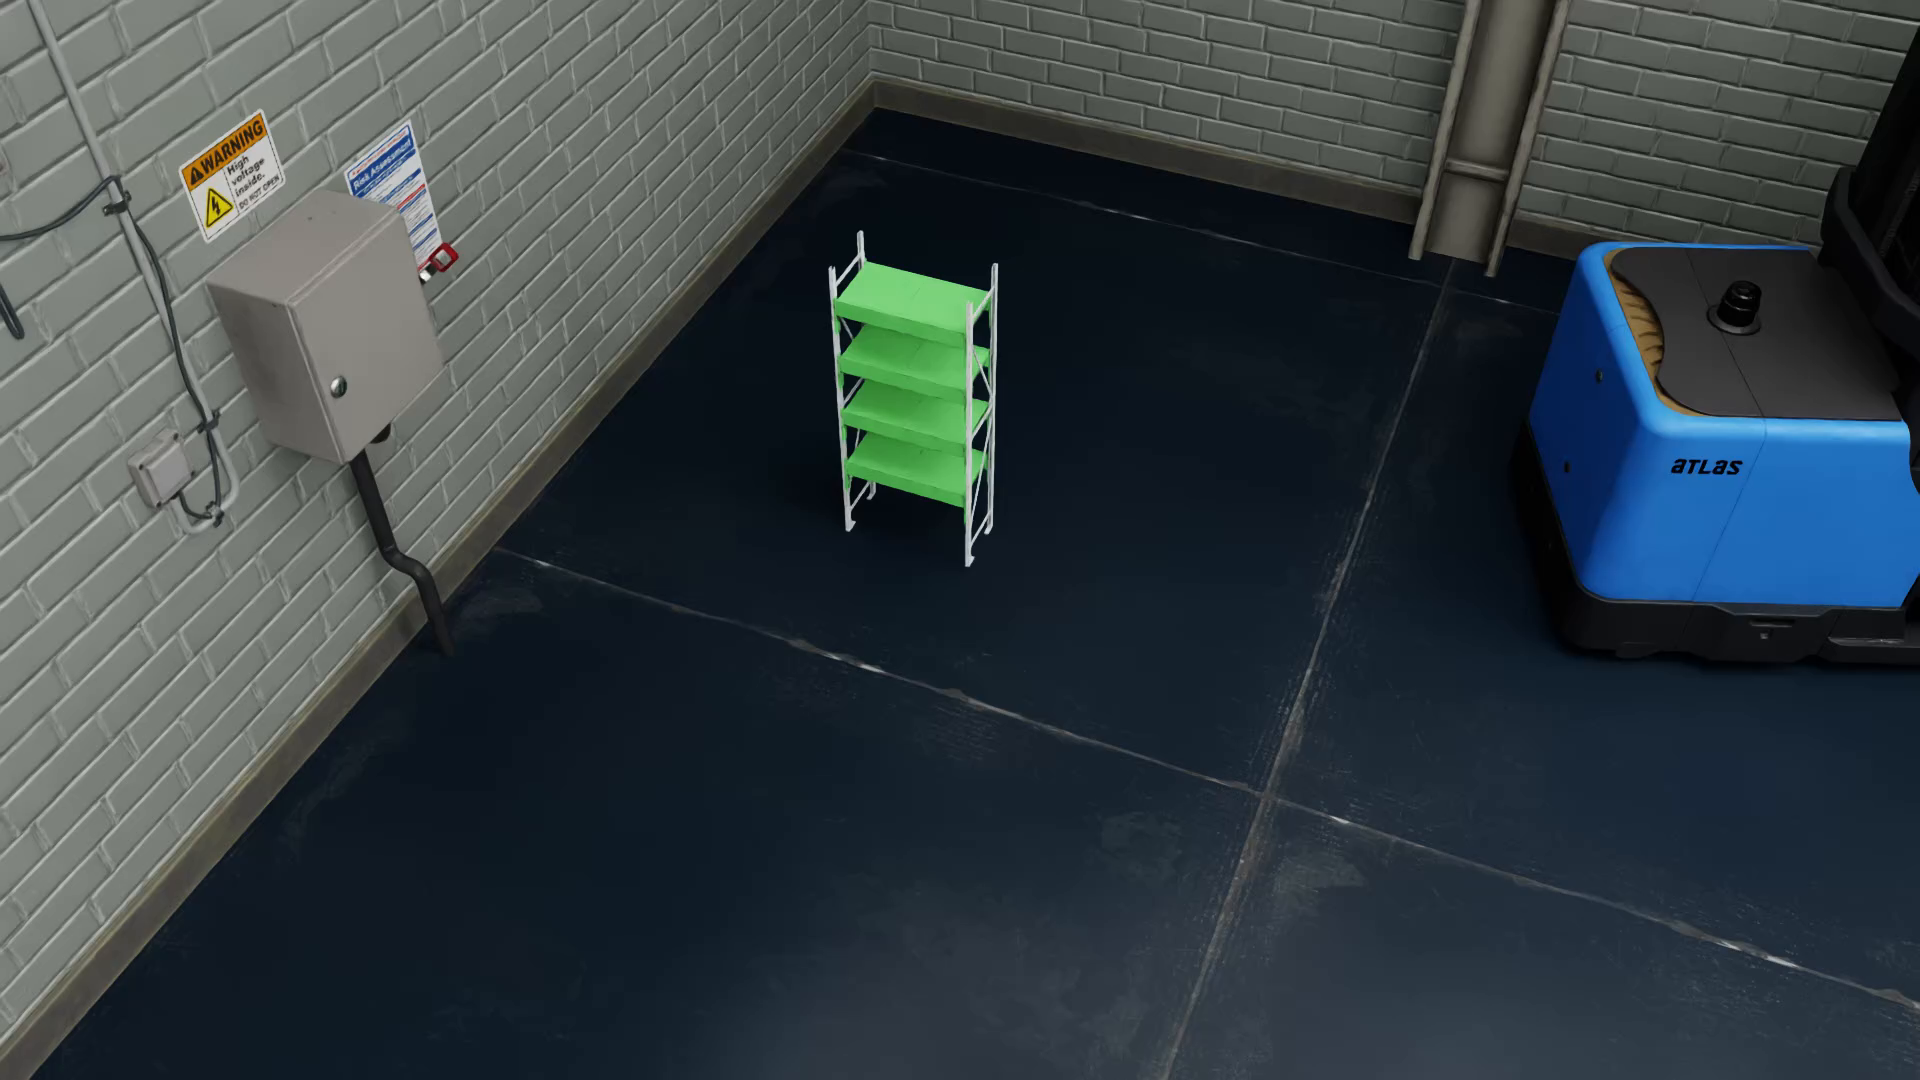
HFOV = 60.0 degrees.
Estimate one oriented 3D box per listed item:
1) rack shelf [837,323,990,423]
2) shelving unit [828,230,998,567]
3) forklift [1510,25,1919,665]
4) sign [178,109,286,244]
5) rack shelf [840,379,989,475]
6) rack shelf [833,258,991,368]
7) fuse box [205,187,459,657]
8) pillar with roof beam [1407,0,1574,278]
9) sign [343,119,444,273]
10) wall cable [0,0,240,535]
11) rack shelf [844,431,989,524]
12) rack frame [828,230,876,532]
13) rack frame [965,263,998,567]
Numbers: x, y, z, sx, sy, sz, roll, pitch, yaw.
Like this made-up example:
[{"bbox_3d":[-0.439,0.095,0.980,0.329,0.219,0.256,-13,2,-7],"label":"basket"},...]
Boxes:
[{"bbox_3d":[-0.153,-0.595,5.748,0.480,0.148,0.258,16,47,16],"label":"rack shelf"},{"bbox_3d":[-0.153,-0.470,5.872,0.503,1.200,0.258,16,47,16],"label":"shelving unit"},{"bbox_3d":[3.628,-0.940,5.117,3.031,2.935,1.130,2,45,2],"label":"forklift"},{"bbox_3d":[-1.980,-0.994,4.537,0.001,0.242,0.339,16,47,16],"label":"sign"},{"bbox_3d":[-0.153,-0.425,5.917,0.480,0.148,0.258,16,47,16],"label":"rack shelf"},{"bbox_3d":[-0.153,-0.765,5.578,0.480,0.148,0.258,16,47,16],"label":"rack shelf"},{"bbox_3d":[-1.768,-0.224,5.262,0.414,1.711,0.539,16,47,16],"label":"fuse box"},{"bbox_3d":[0.611,-1.712,1.591,0.400,9.000,9.100,16,47,16],"label":"pillar with roof beam"},{"bbox_3d":[-1.769,-1.025,5.221,0.001,0.494,0.329,16,47,16],"label":"sign"},{"bbox_3d":[-2.176,-0.640,4.046,0.122,1.984,0.588,16,47,16],"label":"wall cable"},{"bbox_3d":[-0.153,-0.255,6.086,0.480,0.148,0.258,16,47,16],"label":"rack shelf"},{"bbox_3d":[-0.378,-0.537,5.939,0.015,1.200,0.240,16,47,16],"label":"rack frame"},{"bbox_3d":[0.072,-0.404,5.805,0.015,1.200,0.240,16,47,16],"label":"rack frame"}]
